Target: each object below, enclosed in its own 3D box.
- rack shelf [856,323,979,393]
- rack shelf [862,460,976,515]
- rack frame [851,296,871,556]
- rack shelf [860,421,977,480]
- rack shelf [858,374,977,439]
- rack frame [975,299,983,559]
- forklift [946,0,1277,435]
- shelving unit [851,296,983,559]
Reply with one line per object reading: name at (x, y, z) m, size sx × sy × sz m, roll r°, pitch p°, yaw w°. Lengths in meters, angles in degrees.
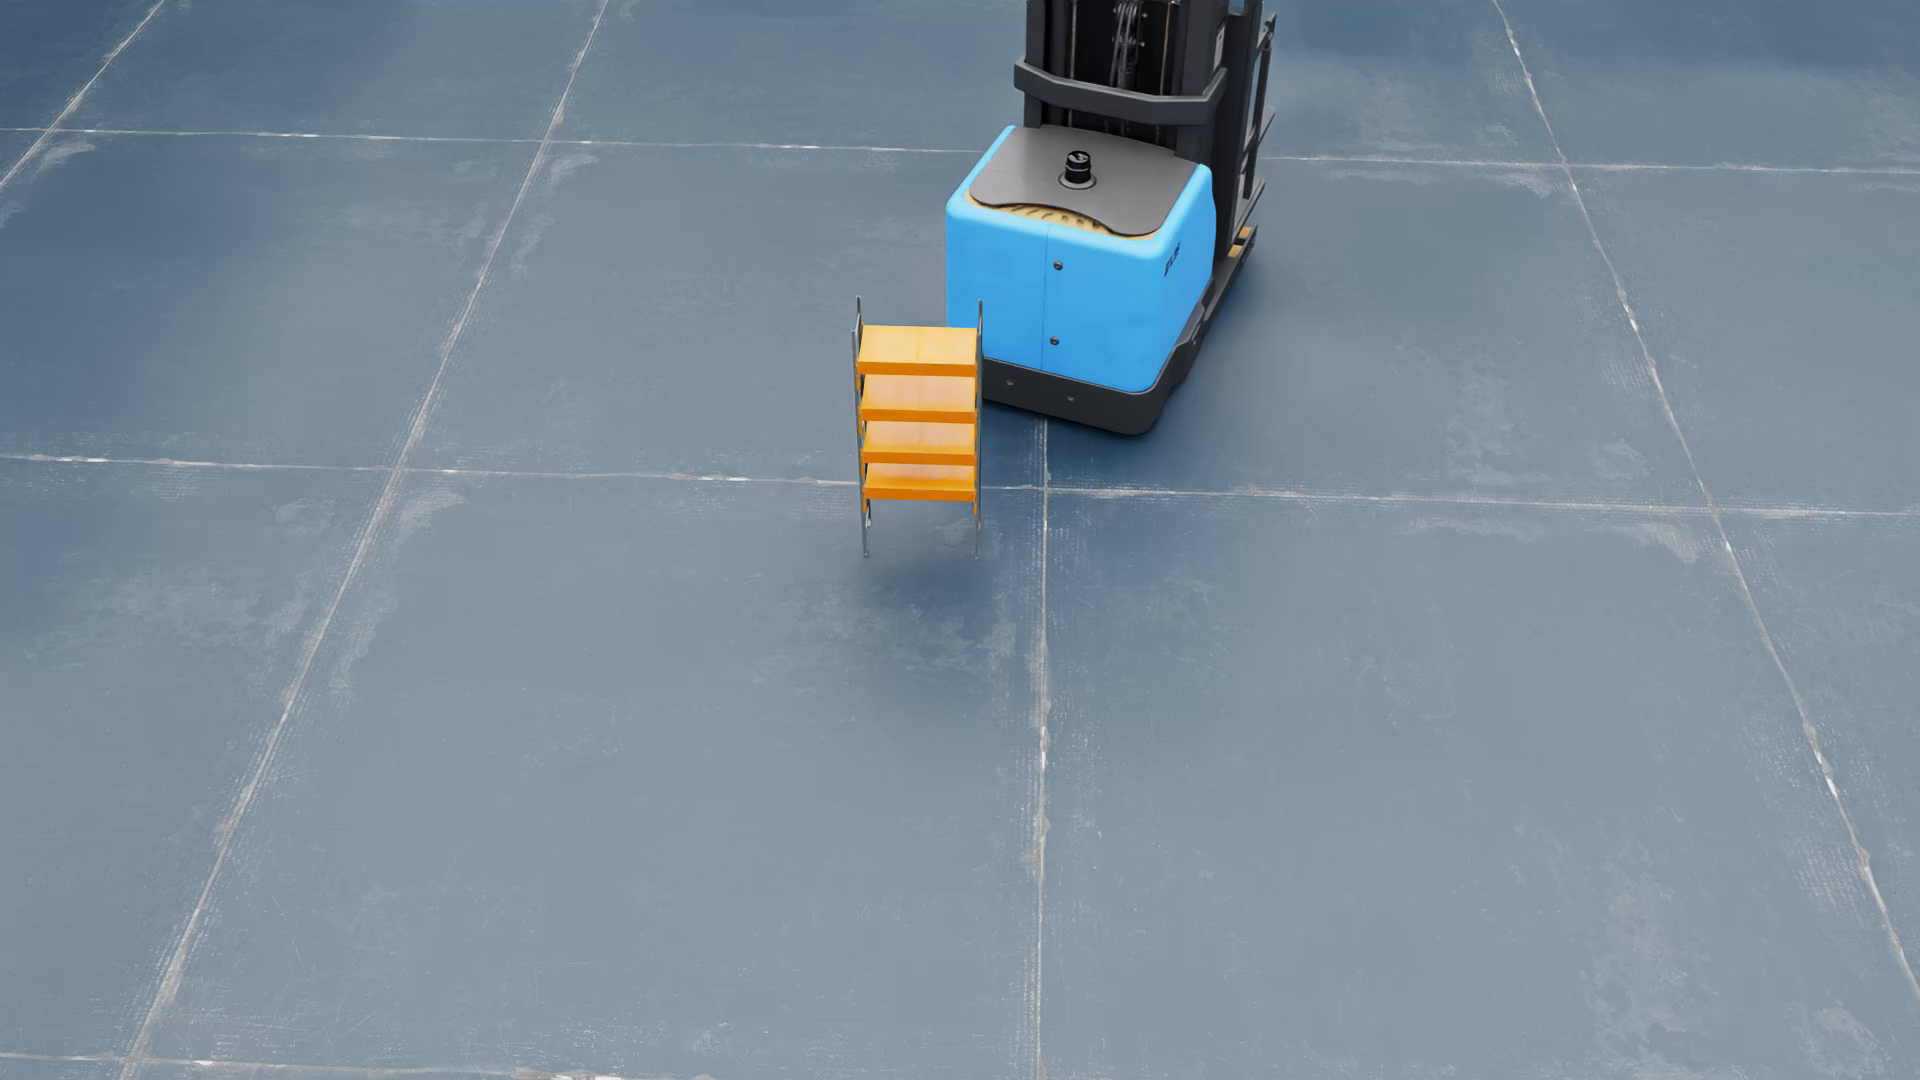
rack shelf at (-0.165, -0.732, 6.664) m, size 0.480 × 0.148 × 0.258 m, roll 2°, pitch 43°, yaw 2°
rack shelf at (-0.165, -0.250, 7.113) m, size 0.480 × 0.148 × 0.258 m, roll 2°, pitch 43°, yaw 2°
rack frame at (-0.409, -0.452, 6.940) m, size 0.015 × 1.200 × 0.240 m, roll 2°, pitch 43°, yaw 2°
rack shelf at (-0.165, -0.395, 6.978) m, size 0.480 × 0.148 × 0.258 m, roll 2°, pitch 43°, yaw 2°
rack shelf at (-0.165, -0.559, 6.825) m, size 0.480 × 0.148 × 0.258 m, roll 2°, pitch 43°, yaw 2°
rack frame at (0.078, -0.437, 6.924) m, size 0.015 × 1.200 × 0.240 m, roll 2°, pitch 43°, yaw 2°
forklift at (0.953, -2.578, 7.953) m, size 1.130 × 2.935 × 3.031 m, roll 16°, pitch 45°, yaw 16°
shelving unit at (-0.165, -0.444, 6.932) m, size 0.503 × 1.200 × 0.258 m, roll 2°, pitch 43°, yaw 2°
